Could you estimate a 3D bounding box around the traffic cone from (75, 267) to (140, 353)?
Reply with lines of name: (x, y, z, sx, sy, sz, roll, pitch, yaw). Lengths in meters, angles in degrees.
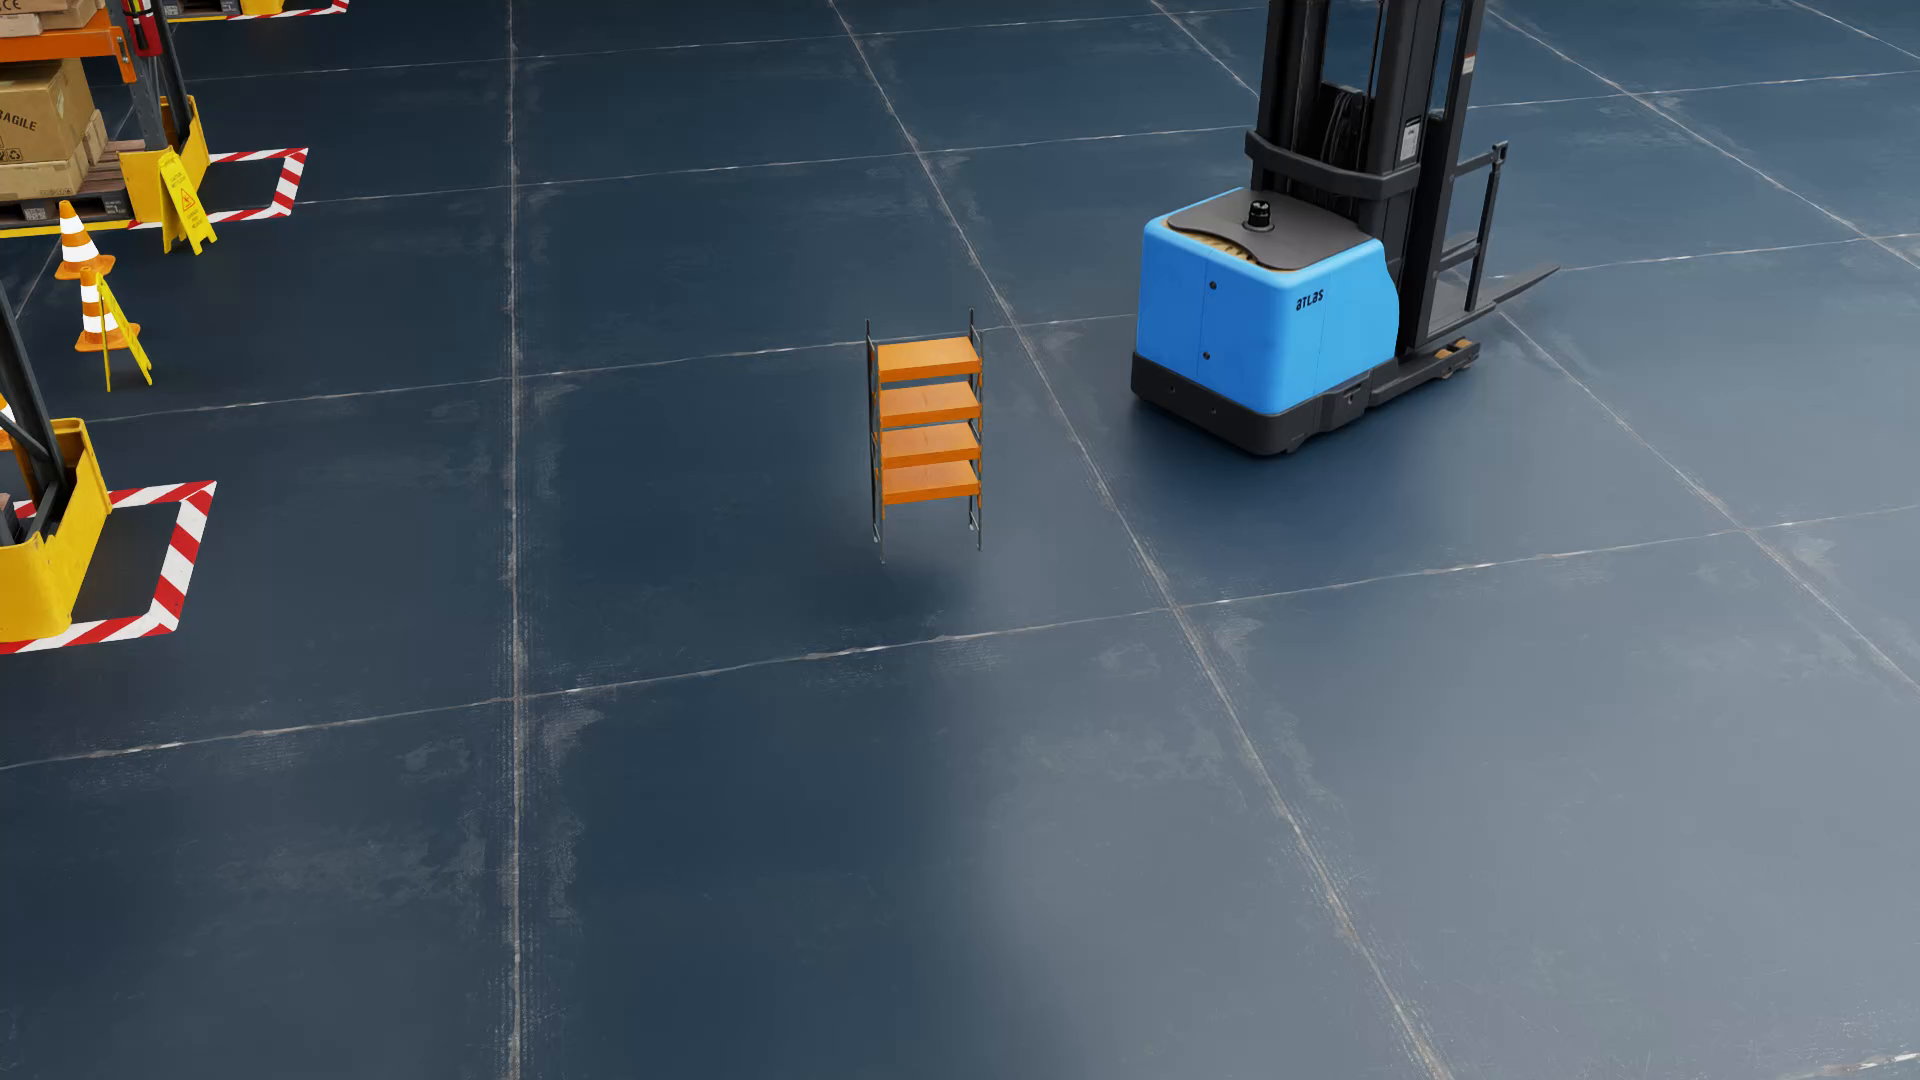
traffic cone: (-5.156, -1.412, 9.938, 0.334, 0.463, 0.336, -7, 35, -11)

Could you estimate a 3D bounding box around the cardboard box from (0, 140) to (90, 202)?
cardboard box: (-6.350, -2.565, 11.471, 0.500, 0.250, 0.500, -7, 35, -11)

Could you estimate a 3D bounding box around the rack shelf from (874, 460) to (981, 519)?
rack shelf: (-0.161, -0.257, 8.033, 0.480, 0.148, 0.258, -7, 35, -11)

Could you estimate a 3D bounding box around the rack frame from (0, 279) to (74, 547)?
rack frame: (-4.407, -1.103, 7.201, 0.127, 3.000, 1.000, -7, 35, -11)

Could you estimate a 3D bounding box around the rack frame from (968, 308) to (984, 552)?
rack frame: (0.077, -0.508, 7.930, 0.015, 1.200, 0.240, -7, 35, -11)

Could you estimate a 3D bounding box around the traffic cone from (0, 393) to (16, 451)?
traffic cone: (-5.238, -0.756, 8.961, 0.334, 0.463, 0.336, -7, 35, -11)

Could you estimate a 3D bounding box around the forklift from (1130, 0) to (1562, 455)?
forklift: (2.410, -2.352, 9.124, 3.031, 2.935, 1.130, -26, 42, -33)

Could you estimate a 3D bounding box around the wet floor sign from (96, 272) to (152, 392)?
wet floor sign: (-4.816, -1.205, 9.466, 0.232, 0.644, 0.267, -13, 36, -19)

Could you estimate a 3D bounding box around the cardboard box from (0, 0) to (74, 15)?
cardboard box: (-6.066, -3.729, 10.759, 0.500, 0.500, 0.500, -8, 35, -11)

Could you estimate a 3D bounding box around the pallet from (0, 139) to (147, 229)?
pallet: (-6.472, -2.533, 11.835, 1.213, 0.211, 1.003, -7, 35, -11)

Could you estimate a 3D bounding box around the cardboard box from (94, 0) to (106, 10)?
cardboard box: (-5.975, -3.747, 11.367, 0.250, 0.149, 0.380, -7, 35, -10)

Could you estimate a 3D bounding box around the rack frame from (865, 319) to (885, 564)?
rack frame: (-0.399, -0.448, 7.841, 0.015, 1.200, 0.240, -7, 35, -11)

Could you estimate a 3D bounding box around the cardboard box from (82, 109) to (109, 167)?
cardboard box: (-6.446, -2.864, 11.917, 0.500, 0.250, 0.500, -7, 35, -11)

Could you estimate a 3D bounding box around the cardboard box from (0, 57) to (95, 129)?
cardboard box: (-6.469, -3.173, 11.703, 0.500, 0.500, 0.500, -8, 35, -12)

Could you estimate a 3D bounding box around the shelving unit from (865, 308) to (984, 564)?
shelving unit: (-0.161, -0.478, 7.885, 0.503, 1.200, 0.258, -7, 35, -11)

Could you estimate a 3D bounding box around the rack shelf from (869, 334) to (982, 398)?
rack shelf: (-0.161, -0.804, 7.666, 0.480, 0.148, 0.258, -7, 35, -11)

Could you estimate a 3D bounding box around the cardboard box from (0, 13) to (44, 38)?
cardboard box: (-6.138, -3.423, 10.884, 0.250, 0.149, 0.380, -8, 35, -11)

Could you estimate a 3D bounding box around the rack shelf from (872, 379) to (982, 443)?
rack shelf: (-0.161, -0.608, 7.798, 0.480, 0.148, 0.258, -7, 35, -11)

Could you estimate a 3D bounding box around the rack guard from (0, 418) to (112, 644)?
rack guard: (-4.384, -0.068, 7.902, 0.348, 0.500, 1.175, -7, 35, -11)

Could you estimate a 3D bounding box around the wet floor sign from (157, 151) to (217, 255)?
wet floor sign: (-5.176, -2.245, 11.016, 0.232, 0.644, 0.267, 4, 34, 6)

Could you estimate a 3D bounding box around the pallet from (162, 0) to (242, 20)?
pallet: (-7.433, -5.203, 15.814, 1.213, 0.211, 1.003, -7, 35, -11)

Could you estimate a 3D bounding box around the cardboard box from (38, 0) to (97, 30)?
cardboard box: (-5.915, -3.514, 11.020, 0.250, 0.149, 0.380, -6, 34, -9)

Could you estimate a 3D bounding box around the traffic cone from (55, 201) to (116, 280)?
traffic cone: (-5.733, -1.973, 10.775, 0.334, 0.463, 0.336, -7, 35, -11)

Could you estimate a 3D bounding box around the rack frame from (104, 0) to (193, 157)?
rack frame: (-5.598, -3.781, 11.192, 0.127, 3.000, 1.000, -7, 35, -11)

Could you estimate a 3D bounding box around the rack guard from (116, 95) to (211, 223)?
rack guard: (-5.672, -2.733, 11.874, 0.348, 0.500, 1.175, -7, 35, -11)

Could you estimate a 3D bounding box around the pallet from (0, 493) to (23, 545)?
pallet: (-5.170, 0.196, 7.769, 1.213, 0.211, 1.003, -7, 35, -11)

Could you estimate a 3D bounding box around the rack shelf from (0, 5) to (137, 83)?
rack shelf: (-7.548, -3.236, 11.026, 4.000, 0.370, 1.077, -7, 35, -11)

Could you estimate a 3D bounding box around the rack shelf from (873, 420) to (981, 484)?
rack shelf: (-0.161, -0.422, 7.923, 0.480, 0.148, 0.258, -7, 35, -11)

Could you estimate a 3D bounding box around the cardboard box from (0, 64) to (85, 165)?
cardboard box: (-6.322, -2.884, 11.274, 0.500, 0.500, 0.500, -7, 34, -10)

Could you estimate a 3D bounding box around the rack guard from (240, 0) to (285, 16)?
rack guard: (-6.673, -5.443, 15.912, 0.348, 0.500, 1.175, -7, 35, -11)

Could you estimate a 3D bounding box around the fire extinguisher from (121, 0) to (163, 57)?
fire extinguisher: (-5.384, -3.512, 10.861, 0.183, 0.674, 0.296, -7, 35, -11)
